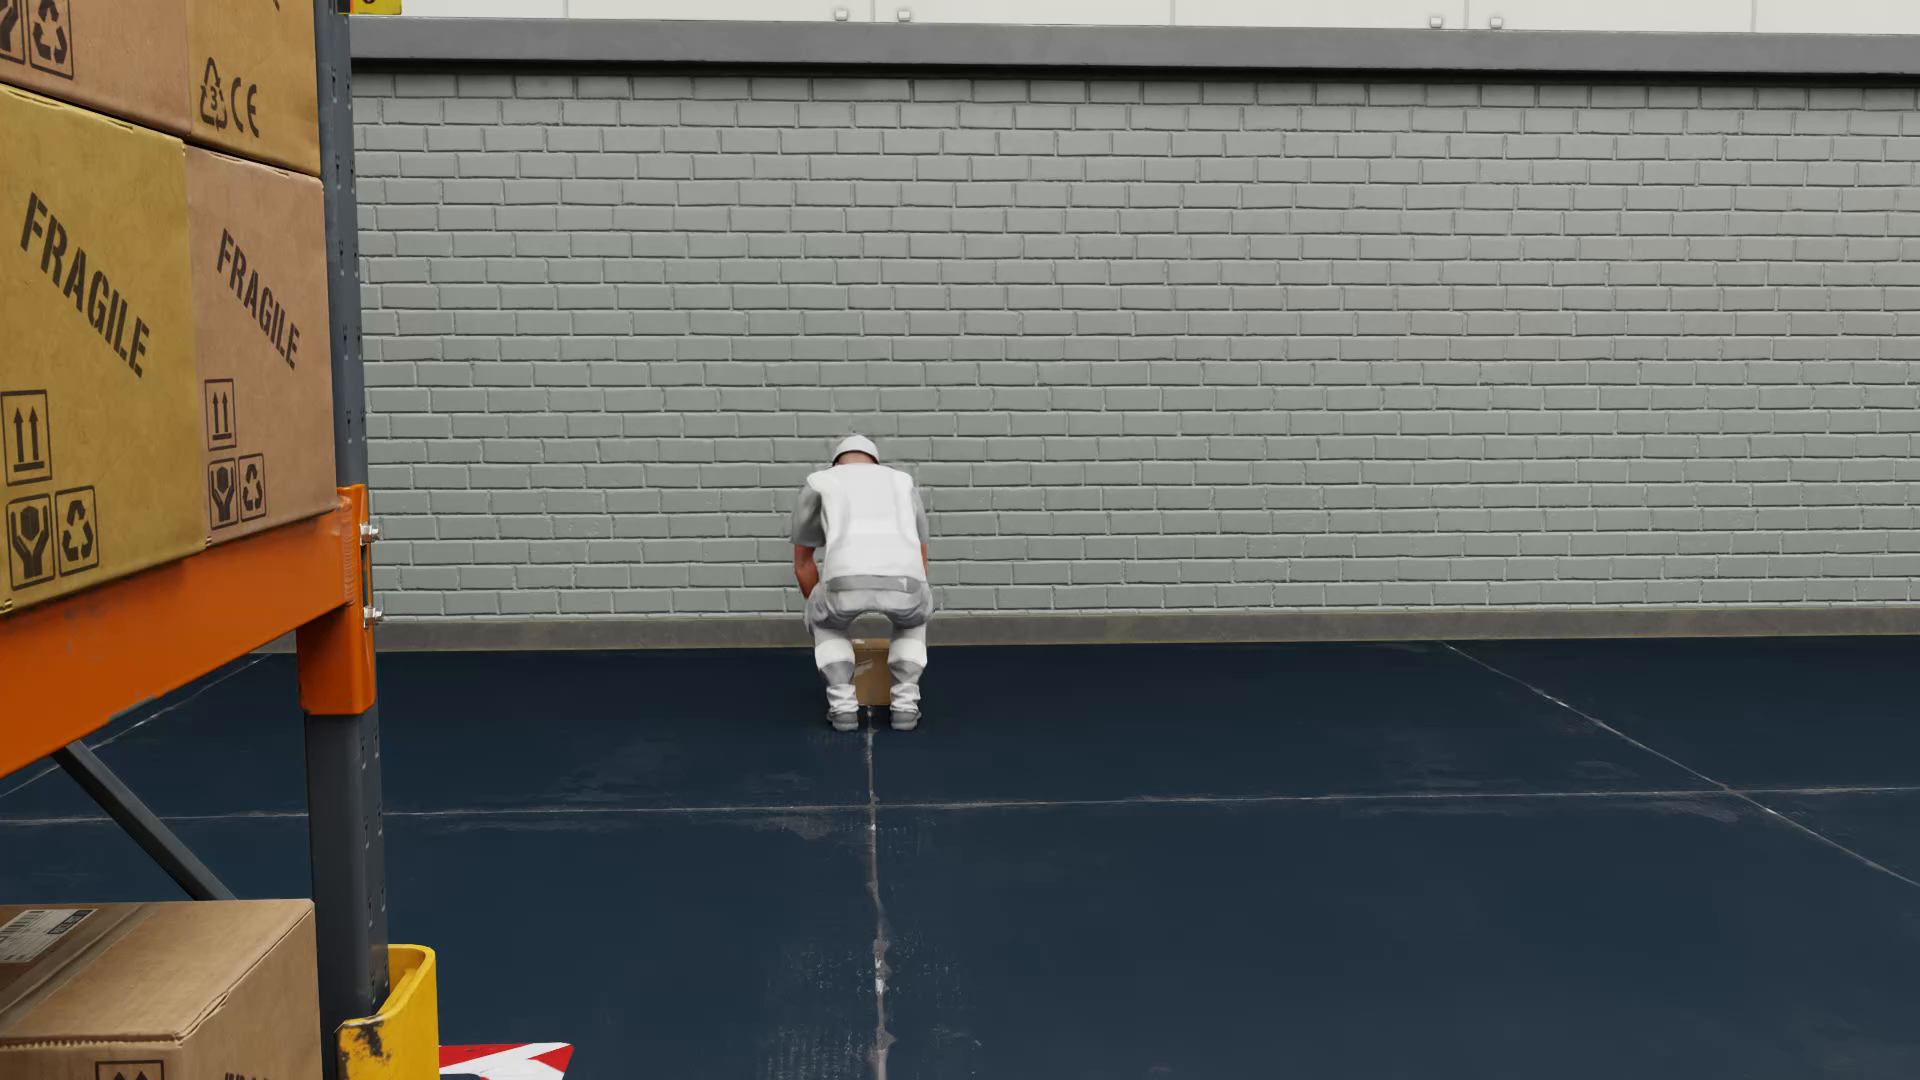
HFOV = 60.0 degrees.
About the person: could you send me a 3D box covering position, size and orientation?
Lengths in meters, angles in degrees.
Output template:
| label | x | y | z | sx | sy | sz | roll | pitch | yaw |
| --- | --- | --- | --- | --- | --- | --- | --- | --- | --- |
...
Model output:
| label | x | y | z | sx | sy | sz | roll | pitch | yaw |
| --- | --- | --- | --- | --- | --- | --- | --- | --- | --- |
| person | -0.405 | 0.167 | 6.857 | 0.585 | 1.172 | 0.852 | 0 | 7 | -4 |
